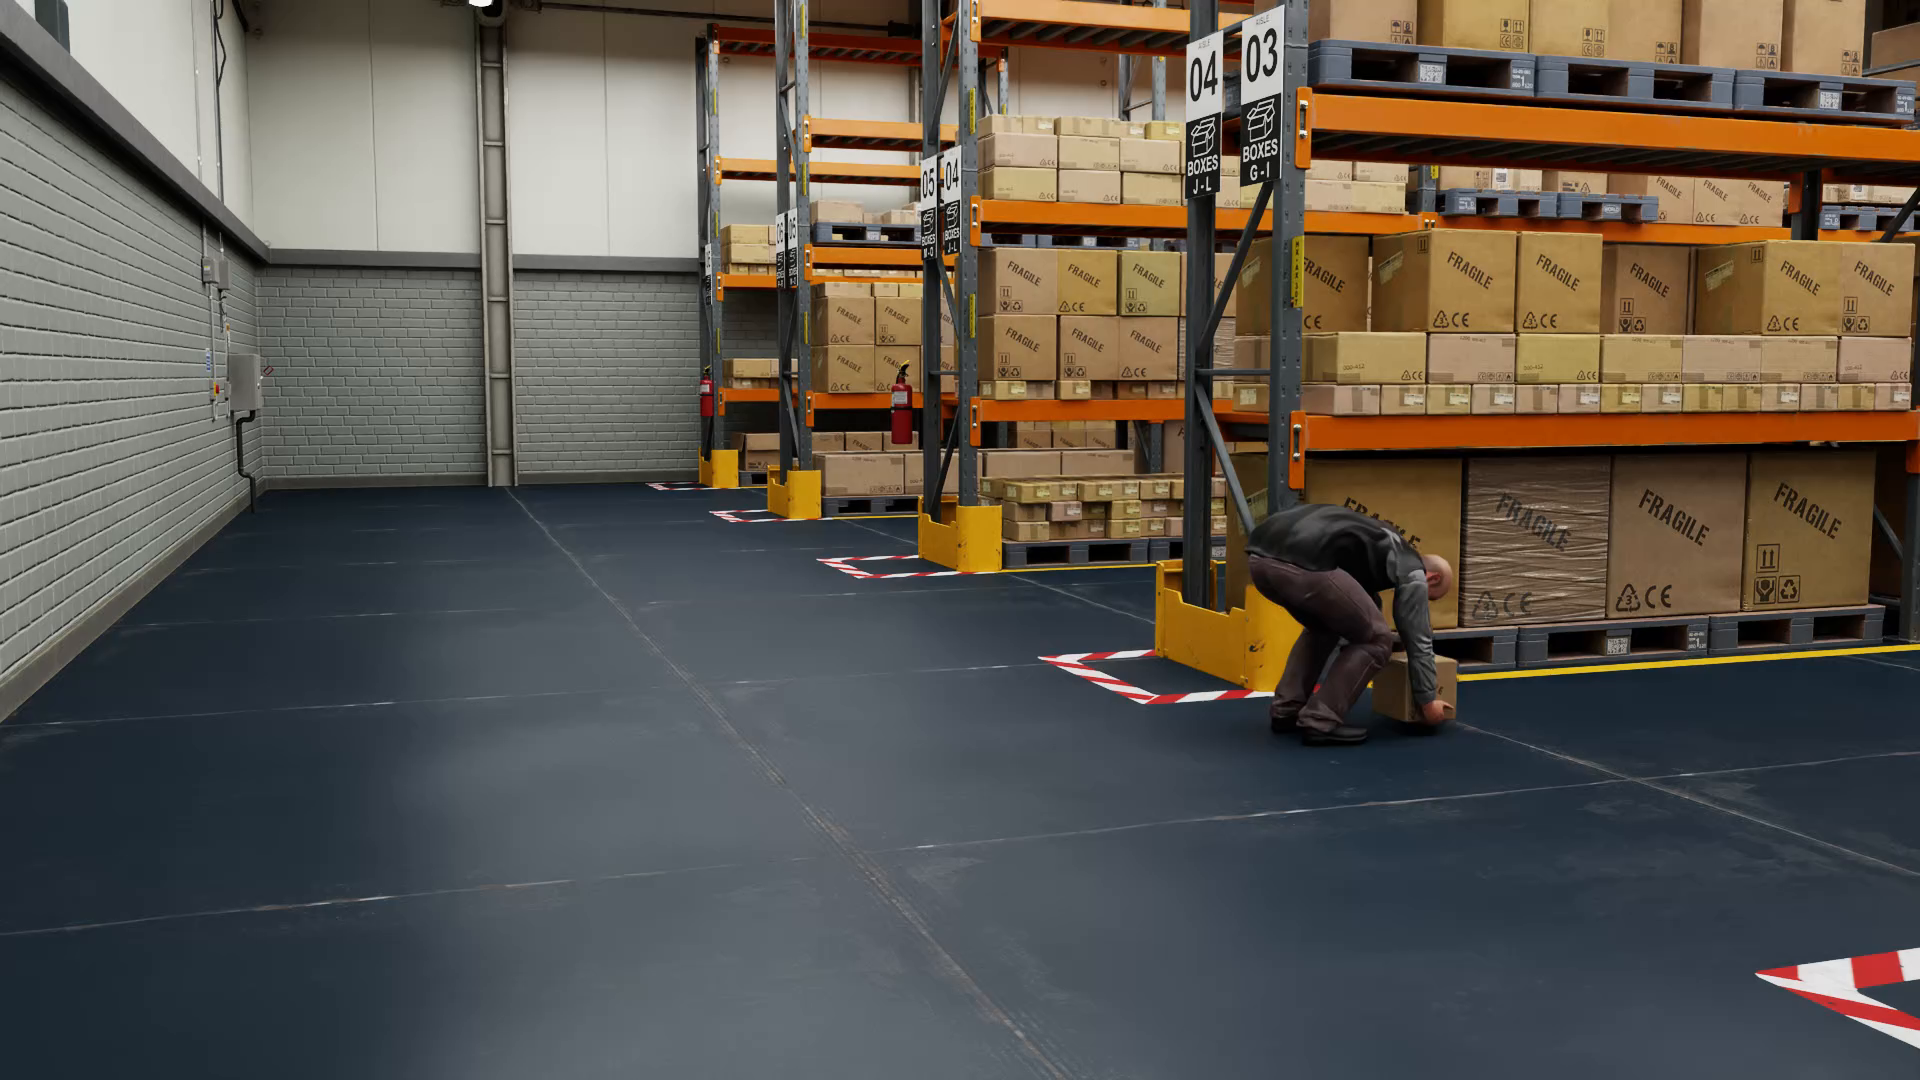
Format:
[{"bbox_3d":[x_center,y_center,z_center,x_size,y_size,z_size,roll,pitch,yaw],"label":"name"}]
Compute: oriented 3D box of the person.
[{"bbox_3d":[1.643,0.326,6.938,0.944,0.973,0.511,-2,6,-21],"label":"person"}]
